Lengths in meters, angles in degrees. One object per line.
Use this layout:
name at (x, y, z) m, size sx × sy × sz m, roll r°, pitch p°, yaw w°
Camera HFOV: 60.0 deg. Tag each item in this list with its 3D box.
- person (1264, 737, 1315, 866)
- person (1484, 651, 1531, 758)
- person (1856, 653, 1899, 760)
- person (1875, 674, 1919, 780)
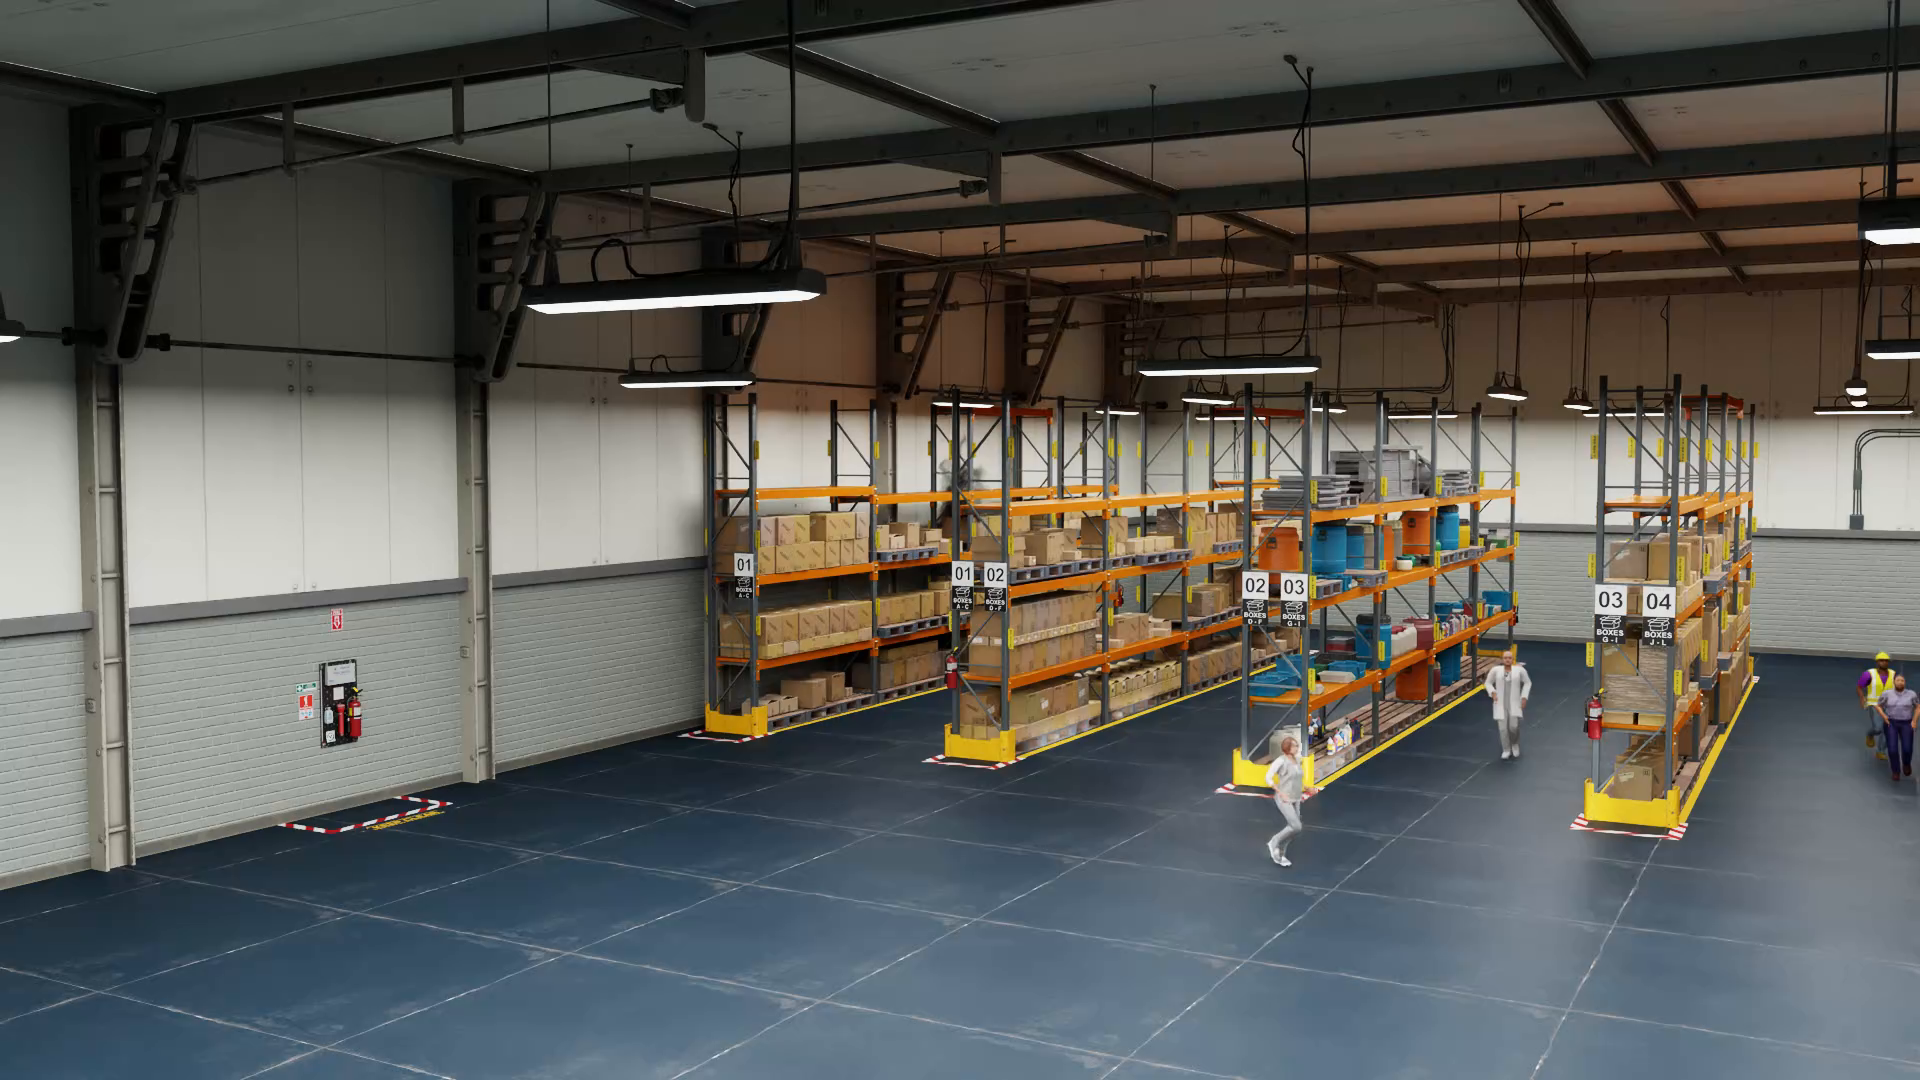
person at (3.962, 3.138, 19.924) m, size 0.514 × 1.557 × 0.535 m, roll -3°, pitch 4°, yaw -42°
person at (8.856, 2.673, 26.935) m, size 0.716 × 1.744 × 0.618 m, roll 1°, pitch 3°, yaw 23°
person at (14.970, 2.685, 27.025) m, size 0.702 × 1.721 × 0.589 m, roll 1°, pitch 3°, yaw 15°
person at (14.235, 2.837, 25.244) m, size 0.609 × 1.612 × 0.525 m, roll 2°, pitch 4°, yaw 29°
